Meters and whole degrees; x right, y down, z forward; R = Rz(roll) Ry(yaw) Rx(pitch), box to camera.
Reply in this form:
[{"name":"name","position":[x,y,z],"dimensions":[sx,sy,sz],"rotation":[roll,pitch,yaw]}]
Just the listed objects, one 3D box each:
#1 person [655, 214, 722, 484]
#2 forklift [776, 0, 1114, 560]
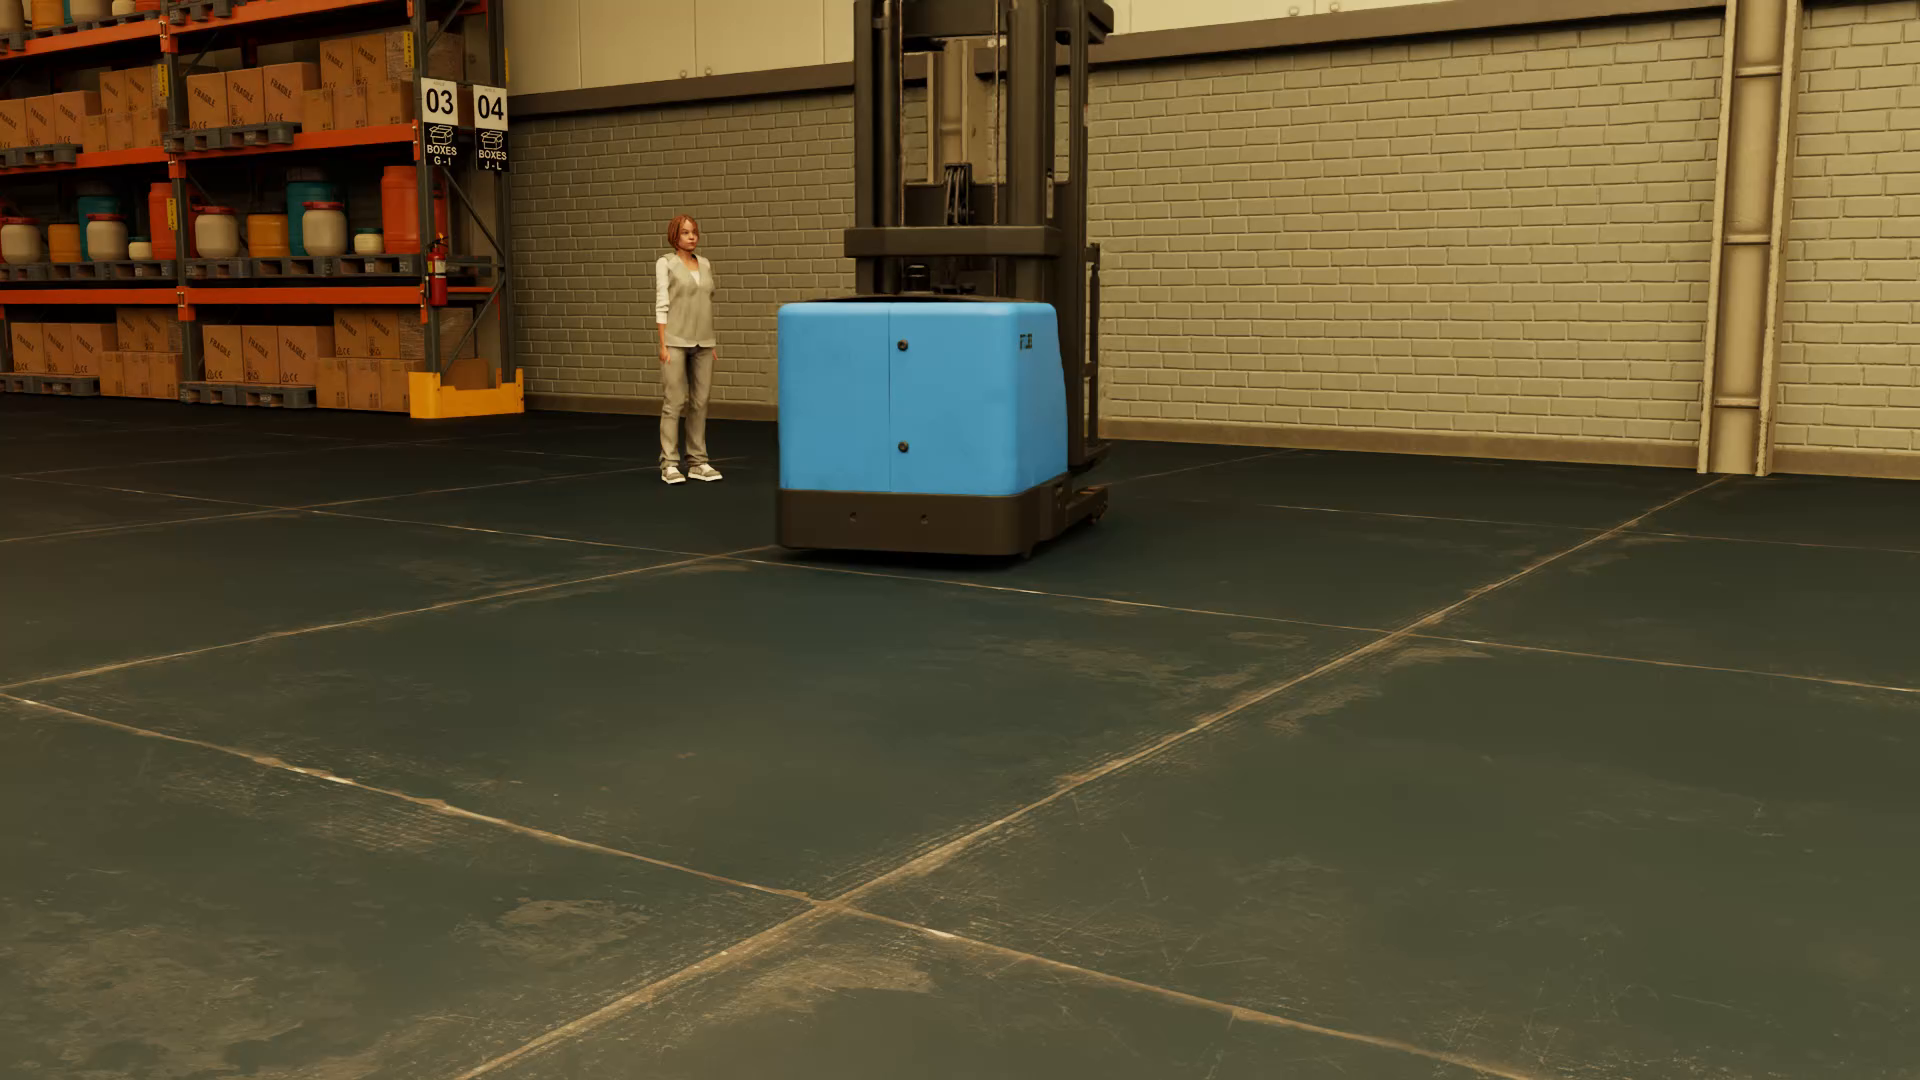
[{"name":"person","position":[-1.641,-1.151,10.016],"dimensions":[0.405,1.603,0.313],"rotation":[-7,11,-42]},{"name":"forklift","position":[0.116,-1.538,8.010],"dimensions":[1.130,2.935,3.031],"rotation":[2,8,15]}]
